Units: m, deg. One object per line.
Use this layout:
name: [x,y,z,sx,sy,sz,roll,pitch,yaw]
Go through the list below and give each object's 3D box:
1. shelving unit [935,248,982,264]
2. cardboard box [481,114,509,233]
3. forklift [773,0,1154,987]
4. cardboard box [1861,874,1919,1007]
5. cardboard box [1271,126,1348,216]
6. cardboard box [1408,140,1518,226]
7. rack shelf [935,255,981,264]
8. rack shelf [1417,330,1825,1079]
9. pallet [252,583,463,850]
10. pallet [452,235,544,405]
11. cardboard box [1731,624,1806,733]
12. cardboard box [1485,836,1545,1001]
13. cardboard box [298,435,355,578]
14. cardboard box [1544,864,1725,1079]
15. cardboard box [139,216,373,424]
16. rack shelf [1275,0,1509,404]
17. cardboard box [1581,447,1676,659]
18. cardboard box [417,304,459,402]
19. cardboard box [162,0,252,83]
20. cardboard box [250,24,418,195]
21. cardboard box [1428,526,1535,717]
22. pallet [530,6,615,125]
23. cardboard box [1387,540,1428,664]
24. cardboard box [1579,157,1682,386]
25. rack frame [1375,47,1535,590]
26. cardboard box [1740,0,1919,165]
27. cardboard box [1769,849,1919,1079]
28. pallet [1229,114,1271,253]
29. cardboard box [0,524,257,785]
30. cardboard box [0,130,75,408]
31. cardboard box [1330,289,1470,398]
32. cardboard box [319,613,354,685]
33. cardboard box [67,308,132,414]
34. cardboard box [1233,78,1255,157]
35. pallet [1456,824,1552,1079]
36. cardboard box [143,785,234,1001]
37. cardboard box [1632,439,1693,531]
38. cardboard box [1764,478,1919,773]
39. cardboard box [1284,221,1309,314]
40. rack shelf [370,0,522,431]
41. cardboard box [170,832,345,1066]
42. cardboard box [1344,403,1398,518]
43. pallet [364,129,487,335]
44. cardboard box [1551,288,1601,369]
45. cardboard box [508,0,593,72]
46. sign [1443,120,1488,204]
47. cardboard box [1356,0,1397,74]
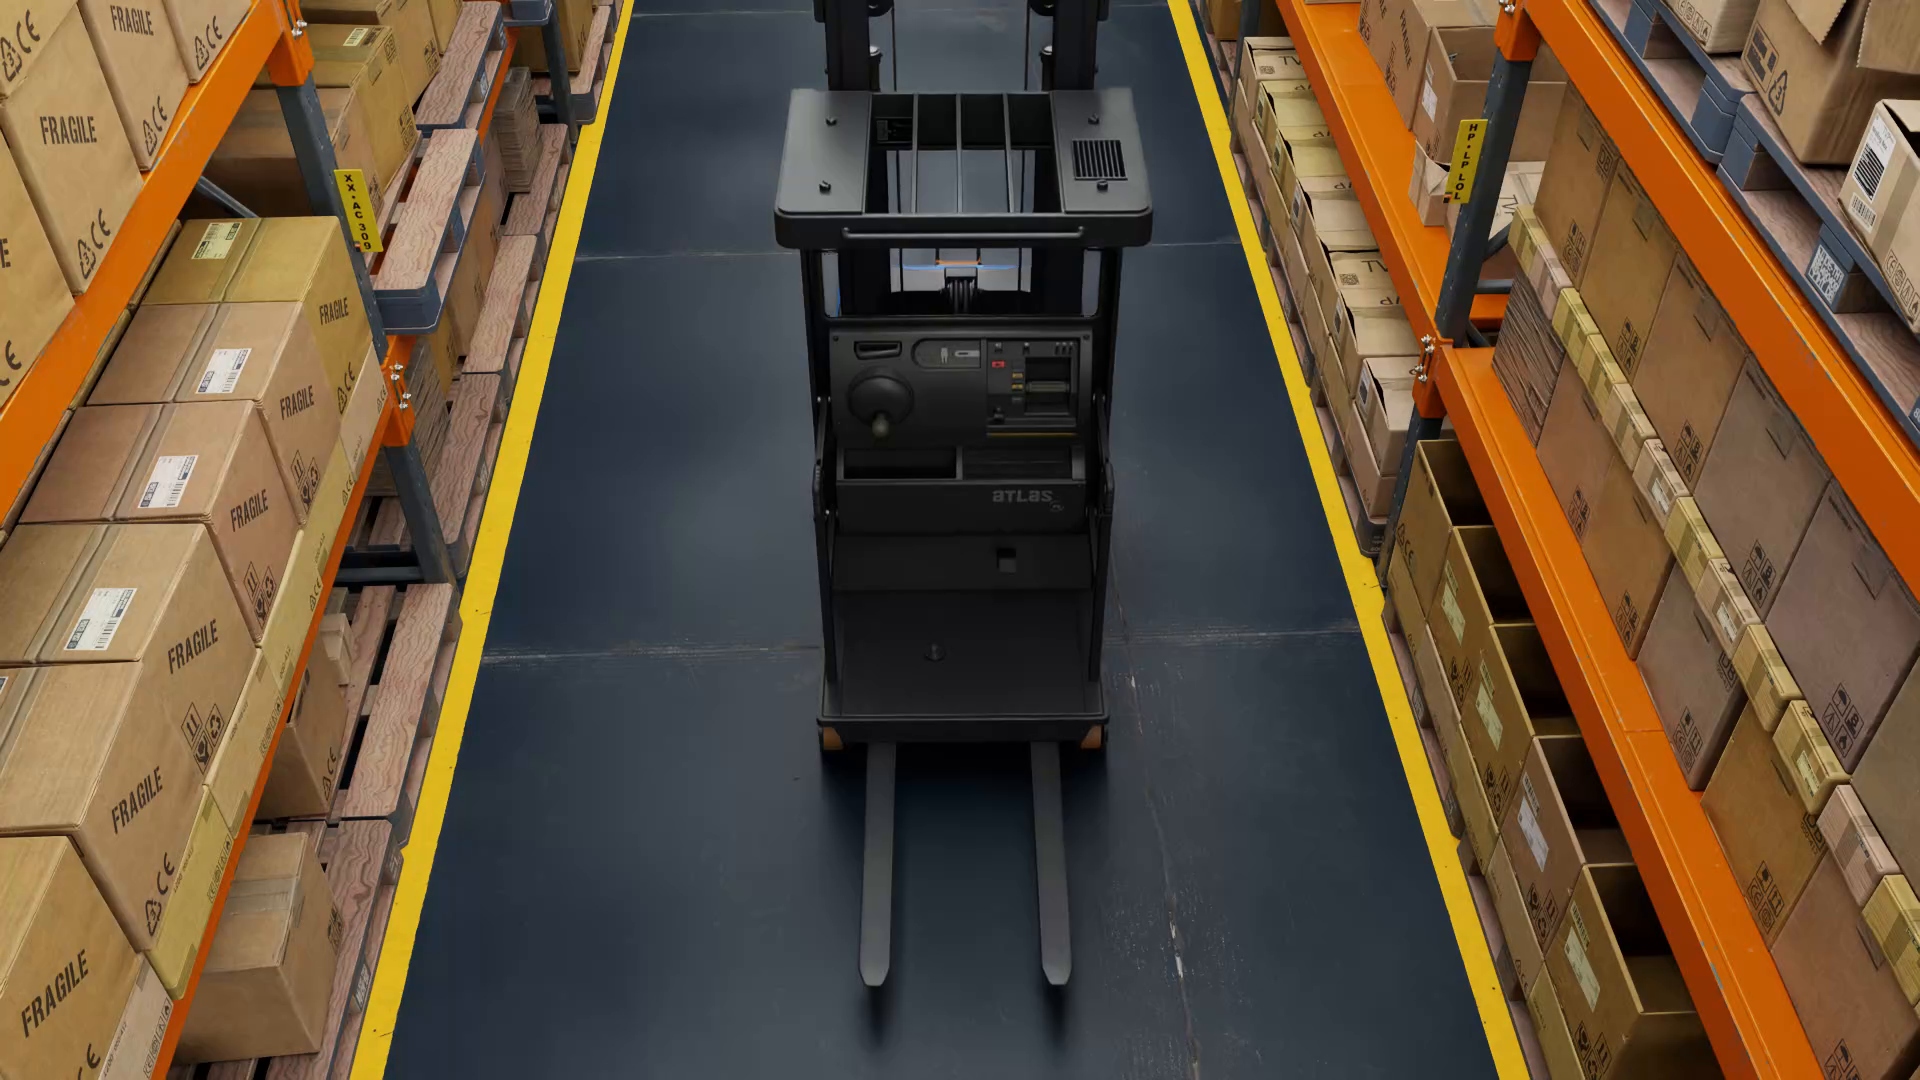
shelving unit: [-0.009,-0.892,7.596,0.215,1.050,0.252,0,43,0]
cardboard box: [-2.817,-1.908,8.786,0.700,0.500,0.500,-2,43,-2]
forklift: [0.008,-0.474,5.748,1.130,2.935,3.031,0,43,0]
cardboard box: [2.253,0.875,3.671,0.380,0.149,0.250,-2,43,-2]
cardboard box: [1.922,-1.935,8.600,0.500,0.311,0.500,-3,43,-3]
cardboard box: [2.092,-1.486,6.901,0.396,0.266,0.258,-3,43,-3]
rack shelf: [-0.009,-1.094,7.411,0.215,0.259,0.240,0,43,0]
rack shelf: [2.398,0.668,4.983,1.077,0.370,4.000,-2,43,-2]
pallet: [-2.572,0.678,6.504,1.003,0.211,1.213,-2,43,-2]
pallet: [-2.725,-1.126,8.472,1.003,0.211,1.213,-2,43,-2]
cardboard box: [2.220,0.350,4.243,0.380,0.149,0.250,-1,43,-1]
cardboard box: [2.089,1.246,5.545,0.500,0.250,0.500,-2,43,-2]
cardboard box: [-2.300,-0.107,5.393,0.500,0.250,0.500,-1,43,-2]
cardboard box: [2.106,1.307,4.923,0.500,0.500,0.500,-2,43,-2]
cardboard box: [-2.307,-0.721,5.508,0.500,0.500,0.500,-2,43,-2]
rack shelf: [2.228,-2.032,7.930,1.077,0.370,4.000,-2,43,-2]
cardboard box: [2.385,0.010,5.095,0.700,0.500,0.500,-1,43,-1]
cardboard box: [-2.756,-0.887,7.672,0.700,0.500,0.500,-2,43,-3]
cardboard box: [-2.367,-1.617,4.635,0.500,0.500,0.500,-1,43,-1]
cardboard box: [-2.640,-1.724,6.661,0.700,0.500,0.500,2,43,3]
cardboard box: [2.049,0.294,6.028,0.500,0.500,0.500,-2,43,-2]
pallet: [-2.764,-3.010,10.527,1.003,0.211,1.213,-2,43,-2]
cardboard box: [2.030,0.233,6.650,0.500,0.250,0.500,-2,43,-2]
cardboard box: [2.361,-0.822,5.043,0.700,0.500,0.500,-2,43,-2]
rack frame: [2.313,-0.947,6.213,1.000,3.000,0.127,-2,43,-2]
cardboard box: [2.257,-1.182,3.759,0.797,0.503,0.637,3,43,3]
cardboard box: [2.449,1.046,3.964,0.700,0.500,0.500,-1,43,-1]
pallet: [2.139,-2.063,9.494,1.003,0.211,1.213,-2,43,-2]
cardboard box: [-2.247,0.307,4.386,0.500,0.500,0.500,0,43,0]
cardboard box: [-2.288,-0.560,3.482,0.500,0.500,0.500,1,43,1]
cardboard box: [1.981,-0.912,7.483,0.500,0.311,0.500,-1,43,-1]
cardboard box: [-2.583,0.440,6.471,0.380,0.166,0.250,-7,43,-7]
cardboard box: [-2.806,-0.359,5.112,0.500,0.500,0.500,-2,43,-2]
cardboard box: [1.872,-2.427,9.552,0.500,0.250,0.500,-2,43,-2]
pallet: [2.360,1.444,5.668,1.003,0.211,1.213,-2,43,-2]
cardboard box: [-2.222,0.913,4.280,0.500,0.250,0.500,-2,43,-2]
cardboard box: [2.190,-0.167,4.807,0.380,0.149,0.250,-3,43,-3]
cardboard box: [2.424,0.191,3.937,0.700,0.500,0.500,-1,43,-2]
cardboard box: [1.944,-1.391,8.421,0.500,0.250,0.500,-1,43,-1]
rack shelf: [-2.721,-1.888,7.772,1.077,0.370,4.000,-2,43,-2]
cardboard box: [-2.411,1.306,5.280,0.700,0.500,0.500,-4,43,-4]
cardboard box: [2.006,-0.360,7.297,0.500,0.250,0.500,-2,43,-2]
pallet: [-2.523,-1.252,6.688,1.003,0.211,1.213,-2,43,-2]
cardboard box: [2.155,-0.693,5.382,0.380,0.149,0.250,-3,43,-3]
cardboard box: [-2.706,-3.366,10.132,0.750,0.750,0.750,-2,43,-2]
sign: [1.771,-1.323,5.825,0.100,0.325,0.005,-2,43,-2]
cardboard box: [2.231,-2.552,7.890,0.500,0.500,0.500,-4,43,-4]
